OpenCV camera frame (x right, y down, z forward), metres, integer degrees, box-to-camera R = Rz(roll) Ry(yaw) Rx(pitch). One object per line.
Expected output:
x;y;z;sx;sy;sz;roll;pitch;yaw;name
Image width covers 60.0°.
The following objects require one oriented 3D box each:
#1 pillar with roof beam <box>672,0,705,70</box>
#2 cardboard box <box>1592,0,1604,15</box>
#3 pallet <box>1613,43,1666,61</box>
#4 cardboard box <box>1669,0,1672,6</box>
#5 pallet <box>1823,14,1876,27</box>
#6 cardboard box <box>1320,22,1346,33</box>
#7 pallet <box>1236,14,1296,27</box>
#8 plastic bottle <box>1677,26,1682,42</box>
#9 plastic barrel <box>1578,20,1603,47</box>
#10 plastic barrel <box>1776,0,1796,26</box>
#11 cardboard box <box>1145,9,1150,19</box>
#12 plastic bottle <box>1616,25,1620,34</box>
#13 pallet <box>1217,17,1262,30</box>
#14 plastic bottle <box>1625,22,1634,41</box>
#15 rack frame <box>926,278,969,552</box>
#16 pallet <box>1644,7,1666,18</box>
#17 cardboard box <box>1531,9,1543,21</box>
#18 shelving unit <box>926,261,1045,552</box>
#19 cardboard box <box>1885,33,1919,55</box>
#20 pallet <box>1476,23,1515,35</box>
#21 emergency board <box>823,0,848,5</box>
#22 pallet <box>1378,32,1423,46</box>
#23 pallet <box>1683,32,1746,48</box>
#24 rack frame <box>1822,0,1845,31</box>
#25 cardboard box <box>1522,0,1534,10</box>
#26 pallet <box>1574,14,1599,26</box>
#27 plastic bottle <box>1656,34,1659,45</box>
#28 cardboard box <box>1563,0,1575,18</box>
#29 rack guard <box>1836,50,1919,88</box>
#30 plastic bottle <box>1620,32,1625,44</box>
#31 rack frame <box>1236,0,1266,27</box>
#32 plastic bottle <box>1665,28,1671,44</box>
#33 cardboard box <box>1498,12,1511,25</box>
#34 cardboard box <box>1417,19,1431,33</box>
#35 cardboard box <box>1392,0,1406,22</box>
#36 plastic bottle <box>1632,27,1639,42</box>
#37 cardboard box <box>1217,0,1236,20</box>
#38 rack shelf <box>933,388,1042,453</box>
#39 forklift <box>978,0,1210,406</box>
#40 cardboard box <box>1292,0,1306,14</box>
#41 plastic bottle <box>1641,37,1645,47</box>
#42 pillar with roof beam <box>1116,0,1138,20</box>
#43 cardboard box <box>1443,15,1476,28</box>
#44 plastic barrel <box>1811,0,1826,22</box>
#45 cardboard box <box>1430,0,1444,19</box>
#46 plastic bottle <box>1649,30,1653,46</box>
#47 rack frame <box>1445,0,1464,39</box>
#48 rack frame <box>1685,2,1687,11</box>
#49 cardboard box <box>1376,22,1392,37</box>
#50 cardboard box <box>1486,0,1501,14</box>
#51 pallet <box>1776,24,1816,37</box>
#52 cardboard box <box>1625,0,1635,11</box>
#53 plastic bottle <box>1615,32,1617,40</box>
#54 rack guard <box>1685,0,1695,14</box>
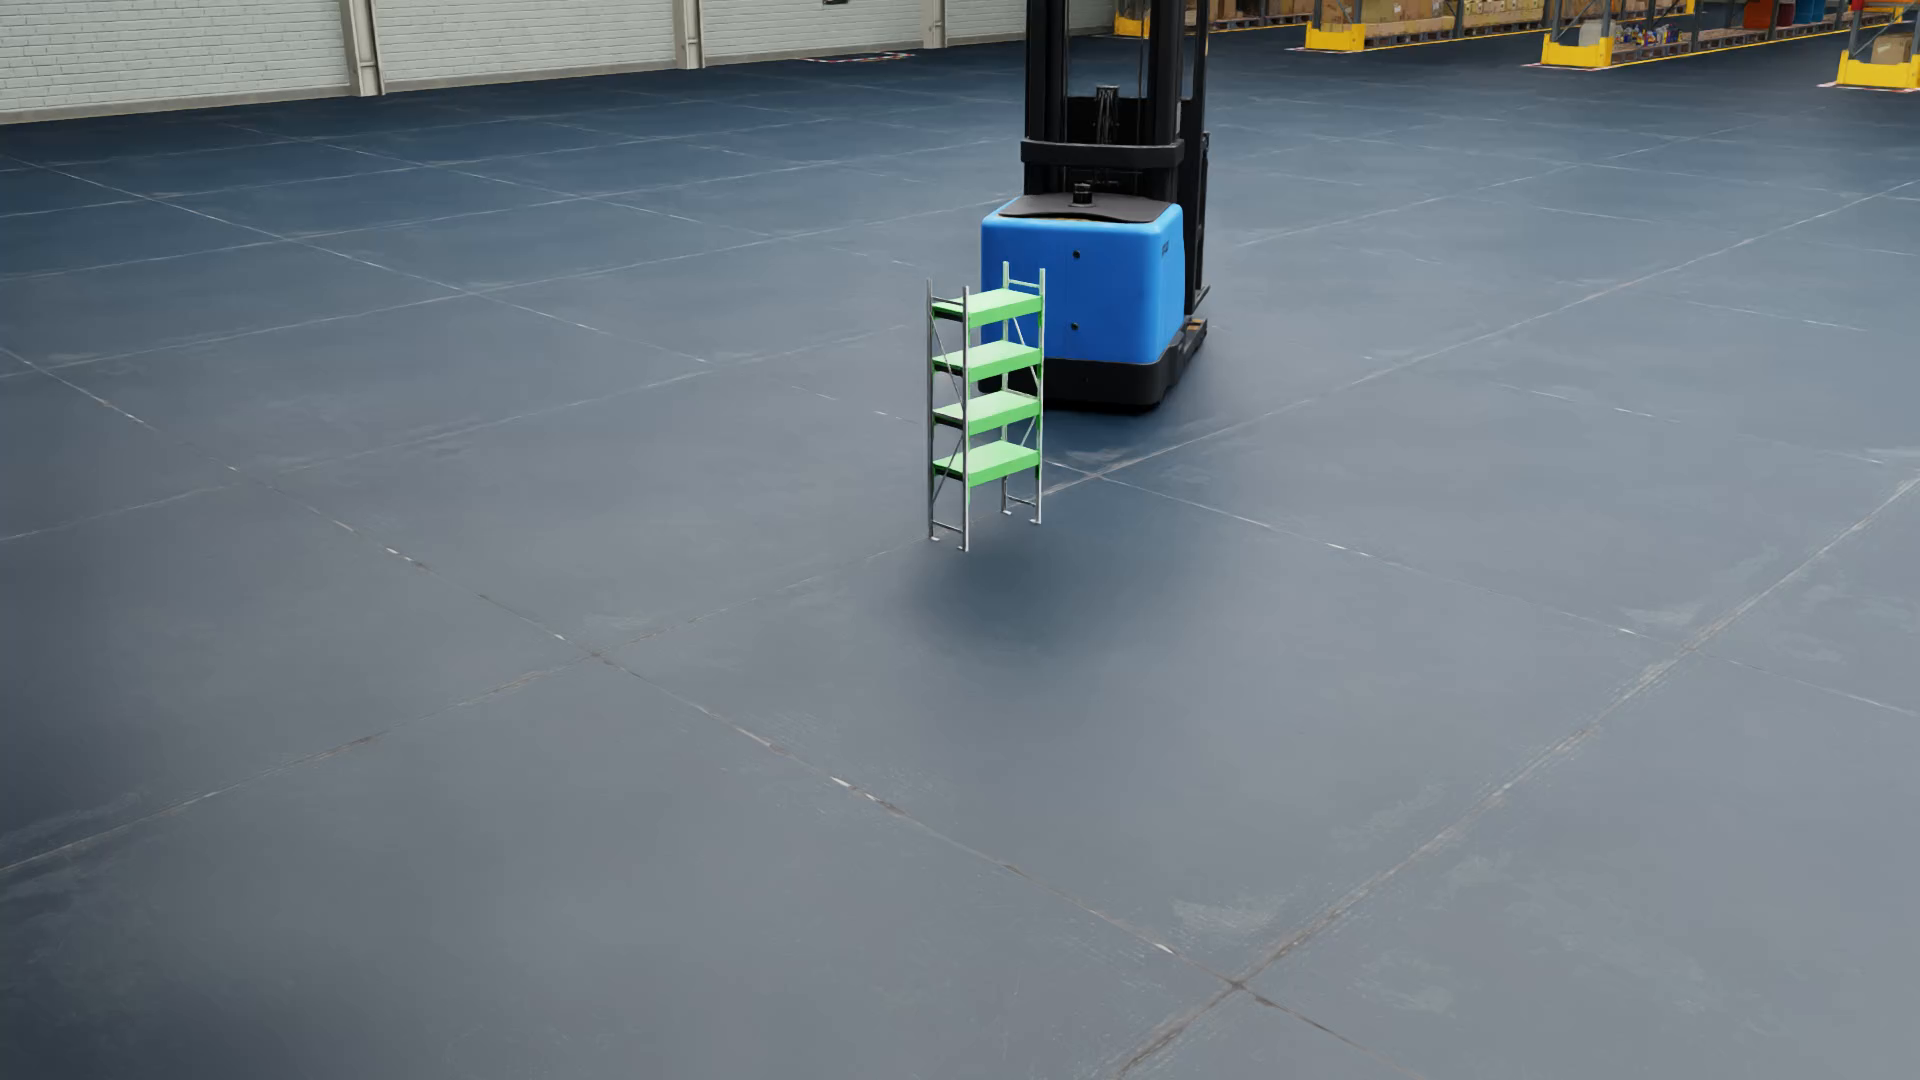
-1.599;-11.334;24.521;9.100;9.000;0.400;19;28;41;pillar with roof beam
14.902;-12.732;39.389;0.500;0.500;0.500;20;29;41;cardboard box
12.358;-9.069;30.877;1.003;0.211;1.213;19;28;41;pallet
17.983;-13.774;42.565;0.380;0.166;0.250;19;28;41;cardboard box
20.625;-12.117;38.806;1.003;0.211;1.213;19;28;41;pallet
7.533;-10.185;33.140;0.500;0.250;0.500;19;28;41;cardboard box
7.151;-12.227;39.091;1.003;0.211;1.213;19;28;41;pallet
13.608;-9.580;31.490;0.133;0.283;0.061;-18;28;-39;plastic bottle
11.322;-9.043;29.804;0.421;0.512;0.421;0;21;0;plastic barrel
17.615;-11.367;35.744;0.600;0.588;0.708;19;28;41;plastic barrel
4.366;-11.405;36.202;0.500;0.311;0.500;15;26;35;cardboard box
12.289;-9.508;31.210;0.185;0.351;0.144;-19;28;-40;plastic bottle
6.166;-11.845;38.097;1.003;0.211;1.213;19;28;41;pallet
12.716;-9.665;31.619;0.144;0.351;0.185;18;27;38;plastic bottle
-0.055;-0.540;7.307;0.240;1.200;0.015;19;28;41;rack frame
17.073;-13.335;41.975;1.003;0.211;1.213;19;28;41;pallet
12.759;-11.834;37.429;0.500;0.250;0.500;-19;28;-41;cardboard box
0.115;-0.603;7.470;0.258;1.200;0.503;19;28;41;shelving unit
15.306;-7.928;26.920;0.500;0.500;0.500;-12;24;-28;cardboard box
11.498;-11.302;36.684;1.003;0.211;1.213;19;28;41;pallet
-2.269;-10.531;30.791;0.157;1.169;0.626;19;28;41;emergency board
8.725;-10.279;34.022;1.003;0.211;1.213;19;28;41;pallet
15.079;-10.074;33.489;1.003;0.211;1.213;19;28;41;pallet
19.288;-12.905;36.968;1.000;3.000;0.127;19;28;41;rack frame
12.405;-11.960;36.976;0.500;0.311;0.500;19;28;40;cardboard box
14.351;-12.310;39.308;1.003;0.211;1.213;19;28;41;pallet
12.927;-9.300;30.876;0.097;0.201;0.097;0;21;0;plastic bottle
13.835;-12.337;38.363;0.500;0.500;0.500;18;27;39;cardboard box
14.519;-7.433;26.217;1.175;0.500;0.348;19;28;41;rack guard
12.406;-9.419;31.187;0.097;0.201;0.097;0;21;0;plastic bottle
6.609;-13.328;38.069;1.000;3.000;0.127;19;28;41;rack frame
13.247;-9.447;31.144;0.133;0.283;0.061;-18;27;-39;plastic bottle
11.693;-11.439;36.401;0.500;0.250;0.500;-20;28;-41;cardboard box
9.300;-10.569;34.140;0.500;0.250;0.500;19;28;41;cardboard box
8.591;-10.666;33.347;0.500;0.500;0.500;19;28;41;cardboard box
12.833;-9.609;31.584;0.097;0.271;0.097;0;21;0;plastic bottle
5.914;-12.090;37.719;0.500;0.500;0.500;17;27;37;cardboard box
0.115;-0.543;7.493;0.258;0.148;0.480;19;28;41;rack shelf
1.001;-2.620;10.306;1.130;2.935;3.031;6;22;15;forklift
7.820;-12.826;39.635;0.700;0.500;0.500;20;28;41;cardboard box
12.478;-9.134;30.445;0.097;0.201;0.097;0;21;0;plastic bottle
6.772;-14.419;32.546;9.100;9.000;0.400;19;28;41;pillar with roof beam
10.620;-11.043;35.373;0.500;0.250;0.500;18;28;39;cardboard box
18.897;-11.986;36.917;0.600;0.901;0.708;19;28;41;plastic barrel
9.637;-11.052;34.350;0.500;0.500;0.500;19;28;41;cardboard box
12.714;-9.254;30.659;0.097;0.271;0.097;0;21;0;plastic bottle
10.161;-12.089;34.846;1.000;3.000;0.127;19;28;41;rack frame
18.532;-15.174;42.872;1.000;3.000;0.127;19;28;41;rack frame
8.250;-10.185;33.140;0.500;0.250;0.500;19;28;41;cardboard box
11.341;-11.568;35.956;0.500;0.311;0.500;18;27;39;cardboard box
17.869;-11.100;36.160;1.003;0.211;1.213;19;28;41;pallet
16.190;-13.150;40.740;0.500;0.311;0.500;19;28;41;cardboard box
12.156;-9.371;30.947;0.061;0.283;0.133;19;28;41;plastic bottle
18.479;-13.987;43.269;1.175;0.500;0.348;19;28;41;rack guard
